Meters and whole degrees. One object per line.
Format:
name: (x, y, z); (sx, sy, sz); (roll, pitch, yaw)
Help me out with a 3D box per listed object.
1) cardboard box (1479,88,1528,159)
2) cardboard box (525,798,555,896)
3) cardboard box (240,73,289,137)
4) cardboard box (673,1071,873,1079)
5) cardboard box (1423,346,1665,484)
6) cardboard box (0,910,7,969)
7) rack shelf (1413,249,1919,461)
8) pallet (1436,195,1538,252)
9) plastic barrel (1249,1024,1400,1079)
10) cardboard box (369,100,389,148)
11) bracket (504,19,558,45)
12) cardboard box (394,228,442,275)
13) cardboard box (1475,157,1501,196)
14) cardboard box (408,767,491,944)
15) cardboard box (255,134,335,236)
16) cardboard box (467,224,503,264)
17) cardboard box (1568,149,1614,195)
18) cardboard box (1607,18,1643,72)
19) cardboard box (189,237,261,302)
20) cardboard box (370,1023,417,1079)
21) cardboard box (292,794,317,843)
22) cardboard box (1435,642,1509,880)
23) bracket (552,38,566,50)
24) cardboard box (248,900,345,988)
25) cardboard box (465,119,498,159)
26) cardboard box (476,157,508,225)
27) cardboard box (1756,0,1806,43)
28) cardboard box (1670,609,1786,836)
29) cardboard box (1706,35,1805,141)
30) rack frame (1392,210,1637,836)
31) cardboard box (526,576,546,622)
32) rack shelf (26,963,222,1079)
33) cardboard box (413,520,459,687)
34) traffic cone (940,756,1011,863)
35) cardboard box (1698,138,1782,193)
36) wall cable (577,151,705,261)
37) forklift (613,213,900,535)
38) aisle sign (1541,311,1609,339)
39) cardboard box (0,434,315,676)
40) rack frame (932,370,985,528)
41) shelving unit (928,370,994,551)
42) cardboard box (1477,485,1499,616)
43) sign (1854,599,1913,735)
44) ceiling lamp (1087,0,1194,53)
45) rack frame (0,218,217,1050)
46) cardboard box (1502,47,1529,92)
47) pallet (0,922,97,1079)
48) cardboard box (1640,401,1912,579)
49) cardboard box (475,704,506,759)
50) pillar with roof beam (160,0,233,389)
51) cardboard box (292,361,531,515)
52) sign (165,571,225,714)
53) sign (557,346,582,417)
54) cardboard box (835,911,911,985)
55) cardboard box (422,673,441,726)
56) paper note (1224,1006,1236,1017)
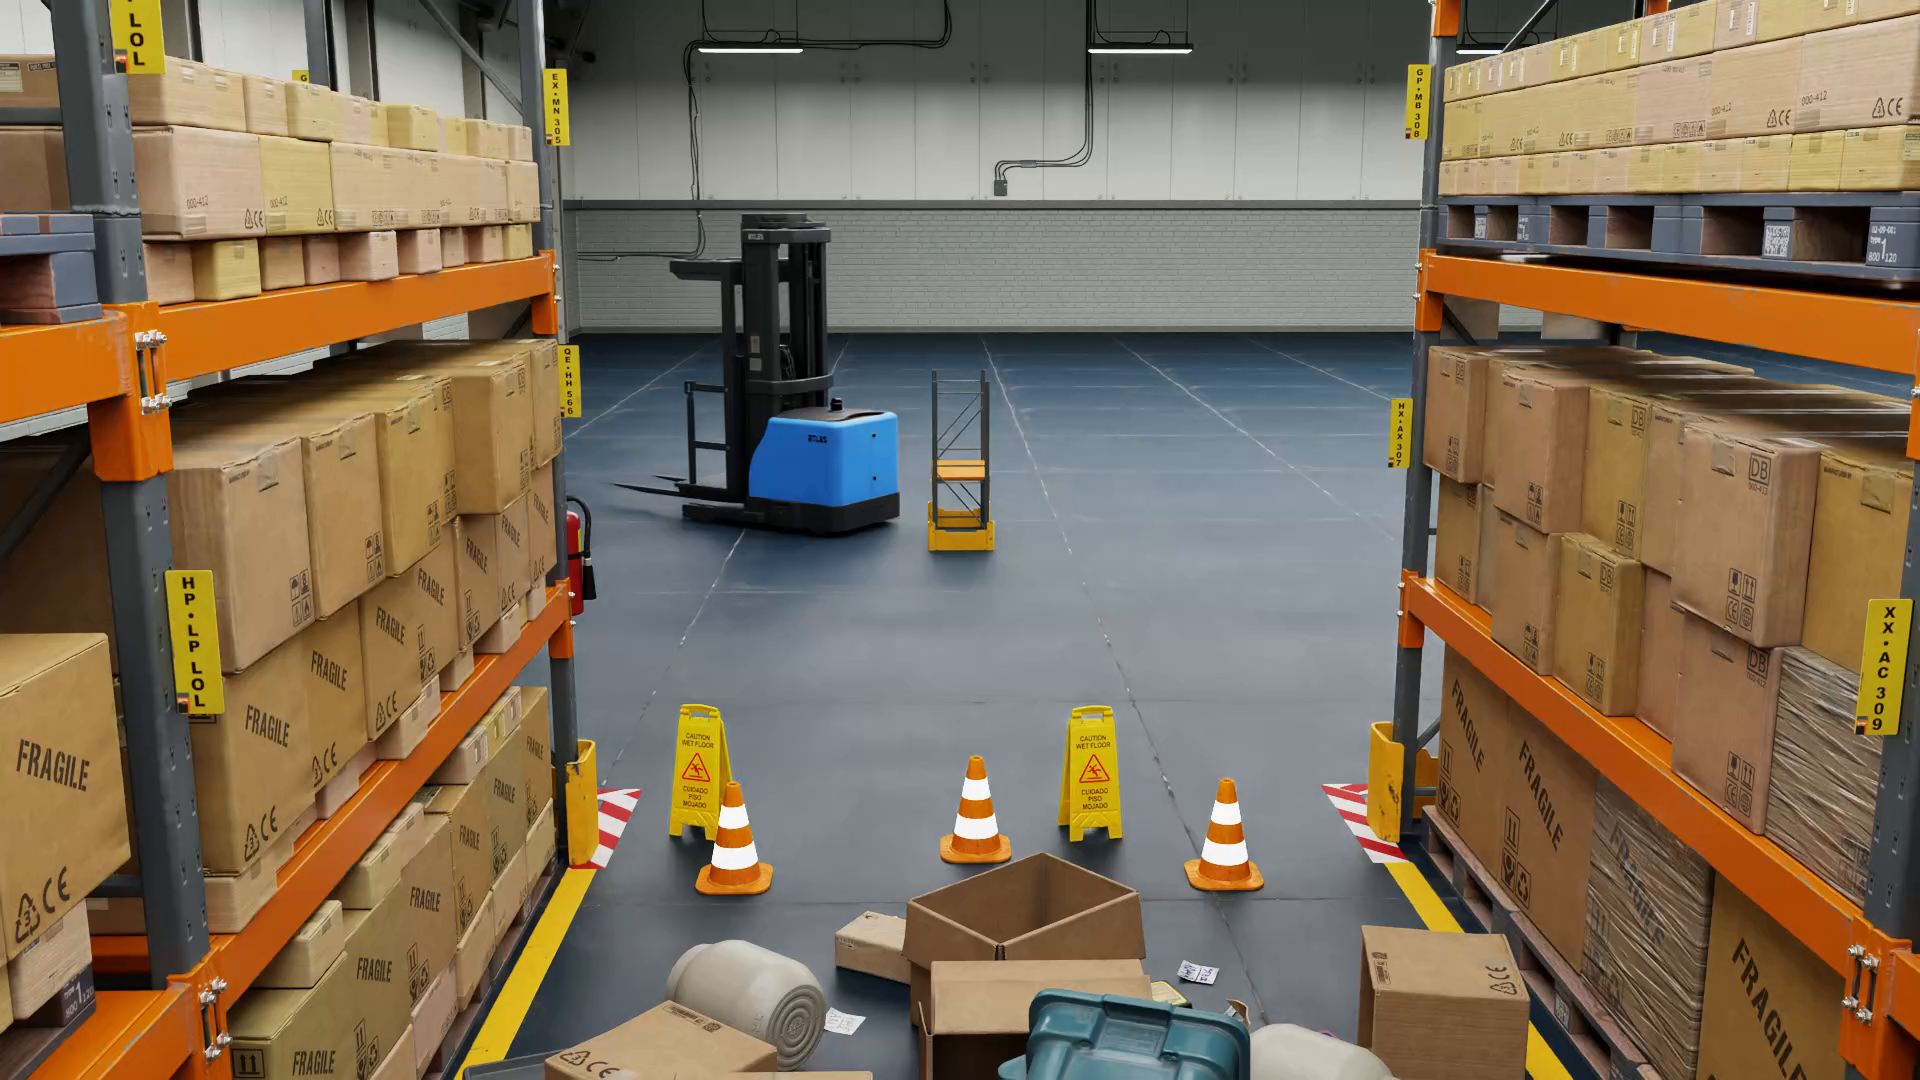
cardboard box: (2.384, -1.637, 6.553); (0.500, 0.250, 0.500); (0, 11, -2)
cardboard box: (-2.041, 1.308, 7.116); (0.500, 0.250, 0.500); (0, 11, -1)
cardboard box: (-1.956, -1.108, 4.251); (0.380, 0.149, 0.250); (-1, 11, -3)
cardboard box: (-0.466, 1.638, 4.014); (0.500, 0.500, 0.500); (0, 11, -1)
cardboard box: (2.588, -0.567, 7.407); (0.875, 0.550, 0.550); (0, 11, -1)
cardboard box: (-1.994, 0.586, 2.760); (0.500, 0.500, 0.500); (0, 11, -1)
rack shelf: (2.661, -0.758, 5.707); (1.077, 0.370, 4.000); (0, 11, -1)
pallet: (2.645, -1.317, 6.877); (1.003, 0.211, 1.213); (0, 11, -1)
plastic barrel: (1.145, 1.800, 5.311); (0.512, 0.421, 0.421); (9, 15, 38)
cardboard box: (-2.040, -1.313, 5.259); (0.380, 0.149, 0.250); (0, 11, 0)
bracket: (-8.380, -9.909, 32.406); (0.076, 0.066, 4.783); (0, 11, -1)
cardboard box: (-1.964, -0.970, 5.573); (0.380, 0.149, 0.250); (0, 11, -2)
cardboard box: (2.317, -1.470, 6.731); (0.380, 0.149, 0.250); (0, 11, -1)
cardboard box: (-2.033, 1.139, 6.066); (0.500, 0.500, 0.500); (-1, 11, -2)
cardboard box: (-2.000, -0.936, 4.404); (0.500, 0.250, 0.500); (0, 11, -2)
cardboard box: (-2.031, -1.173, 6.573); (0.380, 0.149, 0.250); (0, 11, 1)
cardboard box: (2.338, -1.269, 5.740); (0.380, 0.149, 0.250); (0, 11, -1)
cardboard box: (2.344, -1.609, 5.410); (0.380, 0.149, 0.250); (0, 11, 0)
cardboard box: (-1.953, -0.665, 4.070); (0.380, 0.149, 0.250); (0, 11, -1)
cardboard box: (-2.009, 1.715, 5.113); (0.500, 0.250, 0.500); (0, 11, 2)
cardboard box: (-2.024, 0.754, 4.621); (0.380, 0.149, 0.250); (0, 11, -1)
cardboard box: (2.699, 0.932, 7.400); (0.875, 0.875, 0.875); (0, 11, -1)
bracket: (-8.433, -10.421, 34.930); (0.235, 0.232, 0.430); (0, 11, -1)
cardboard box: (-1.930, 1.110, 4.575); (0.380, 0.149, 0.250); (0, 11, 0)
cardboard box: (-2.035, -1.567, 6.513); (0.380, 0.149, 0.250); (0, 11, -2)
cardboard box: (-2.052, -1.339, 6.392); (0.500, 0.250, 0.500); (0, 11, -2)
cardboard box: (2.366, -1.407, 4.415); (0.380, 0.149, 0.250); (0, 11, -1)
cardboard box: (2.648, 0.501, 4.859); (0.875, 0.550, 0.550); (0, 11, -1)
cardboard box: (2.425, -1.237, 4.582); (0.500, 0.250, 0.500); (0, 11, -1)
rack frame: (2.619, -0.038, 7.893); (1.000, 3.000, 0.127); (0, 11, -1)
cardboard box: (-1.990, 0.249, 7.111); (0.380, 0.149, 0.250); (0, 11, -2)
rack shelf: (-2.204, 1.548, 1.887); (1.077, 0.370, 4.000); (0, 11, -1)
cardboard box: (-2.037, 0.214, 5.650); (0.500, 0.500, 0.500); (0, 11, 0)
traffic cone: (0.074, 1.254, 7.907); (0.336, 0.463, 0.334); (0, 11, -1)
cardboard box: (2.357, -1.068, 4.750); (0.380, 0.149, 0.250); (0, 11, -1)
wall cable: (-7.536, -7.807, 38.910); (3.097, 2.526, 0.112); (0, 11, -1)
forklift: (-2.096, -1.681, 16.165); (3.031, 2.935, 1.130); (7, 14, 32)
aisle sign: (2.918, -1.327, 7.711); (0.394, 0.787, 0.004); (0, 11, -1)
cardboard box: (-2.037, 0.024, 4.071); (0.700, 0.500, 0.500); (0, 11, -2)
rack frame: (-0.012, -0.853, 15.683); (0.500, 1.500, 0.032); (0, 11, -1)
shelving unit: (-0.002, -0.750, 15.176); (0.587, 1.500, 1.083); (0, 11, -1)
cardboard box: (2.706, 0.071, 6.977); (0.875, 0.550, 0.550); (0, 11, -1)
sign: (2.147, 0.297, 3.867); (0.100, 0.325, 0.005); (0, 11, -1)
ceiling lamp: (3.420, -10.880, 31.567); (2.000, 3.185, 0.800); (0, 11, -1)
rack frame: (-2.245, 0.797, 3.775); (1.000, 3.000, 0.127); (0, 11, -1)
cardboard box: (2.322, -1.812, 6.412); (0.380, 0.149, 0.250); (0, 11, -1)
pallet: (-2.375, 1.044, 3.042); (1.003, 0.211, 1.213); (0, 11, -1)
cardboard box: (2.727, -0.136, 5.282); (0.875, 0.550, 0.550); (0, 11, -1)
cardboard box: (-1.973, 0.740, 6.402); (0.380, 0.149, 0.250); (0, 11, 0)
pillar with roof beam: (-4.121, -5.178, 18.138); (9.100, 9.000, 0.400); (0, 11, -1)
cardboard box: (-1.982, -0.380, 6.065); (0.700, 0.500, 0.500); (0, 11, -2)
sign: (-1.690, 0.227, 3.675); (0.100, 0.325, 0.005); (0, 11, -1)
sign: (-1.772, -0.718, 7.539); (0.100, 0.325, 0.005); (0, 11, -1)
cardboard box: (-0.281, 1.652, 6.735); (0.380, 0.149, 0.250); (6, 13, 28)
cardboard box: (-1.981, 0.552, 5.615); (0.380, 0.149, 0.250); (0, 11, -1)
paper note: (1.038, 1.800, 6.354); (0.032, 0.001, 0.123); (6, 13, 28)
